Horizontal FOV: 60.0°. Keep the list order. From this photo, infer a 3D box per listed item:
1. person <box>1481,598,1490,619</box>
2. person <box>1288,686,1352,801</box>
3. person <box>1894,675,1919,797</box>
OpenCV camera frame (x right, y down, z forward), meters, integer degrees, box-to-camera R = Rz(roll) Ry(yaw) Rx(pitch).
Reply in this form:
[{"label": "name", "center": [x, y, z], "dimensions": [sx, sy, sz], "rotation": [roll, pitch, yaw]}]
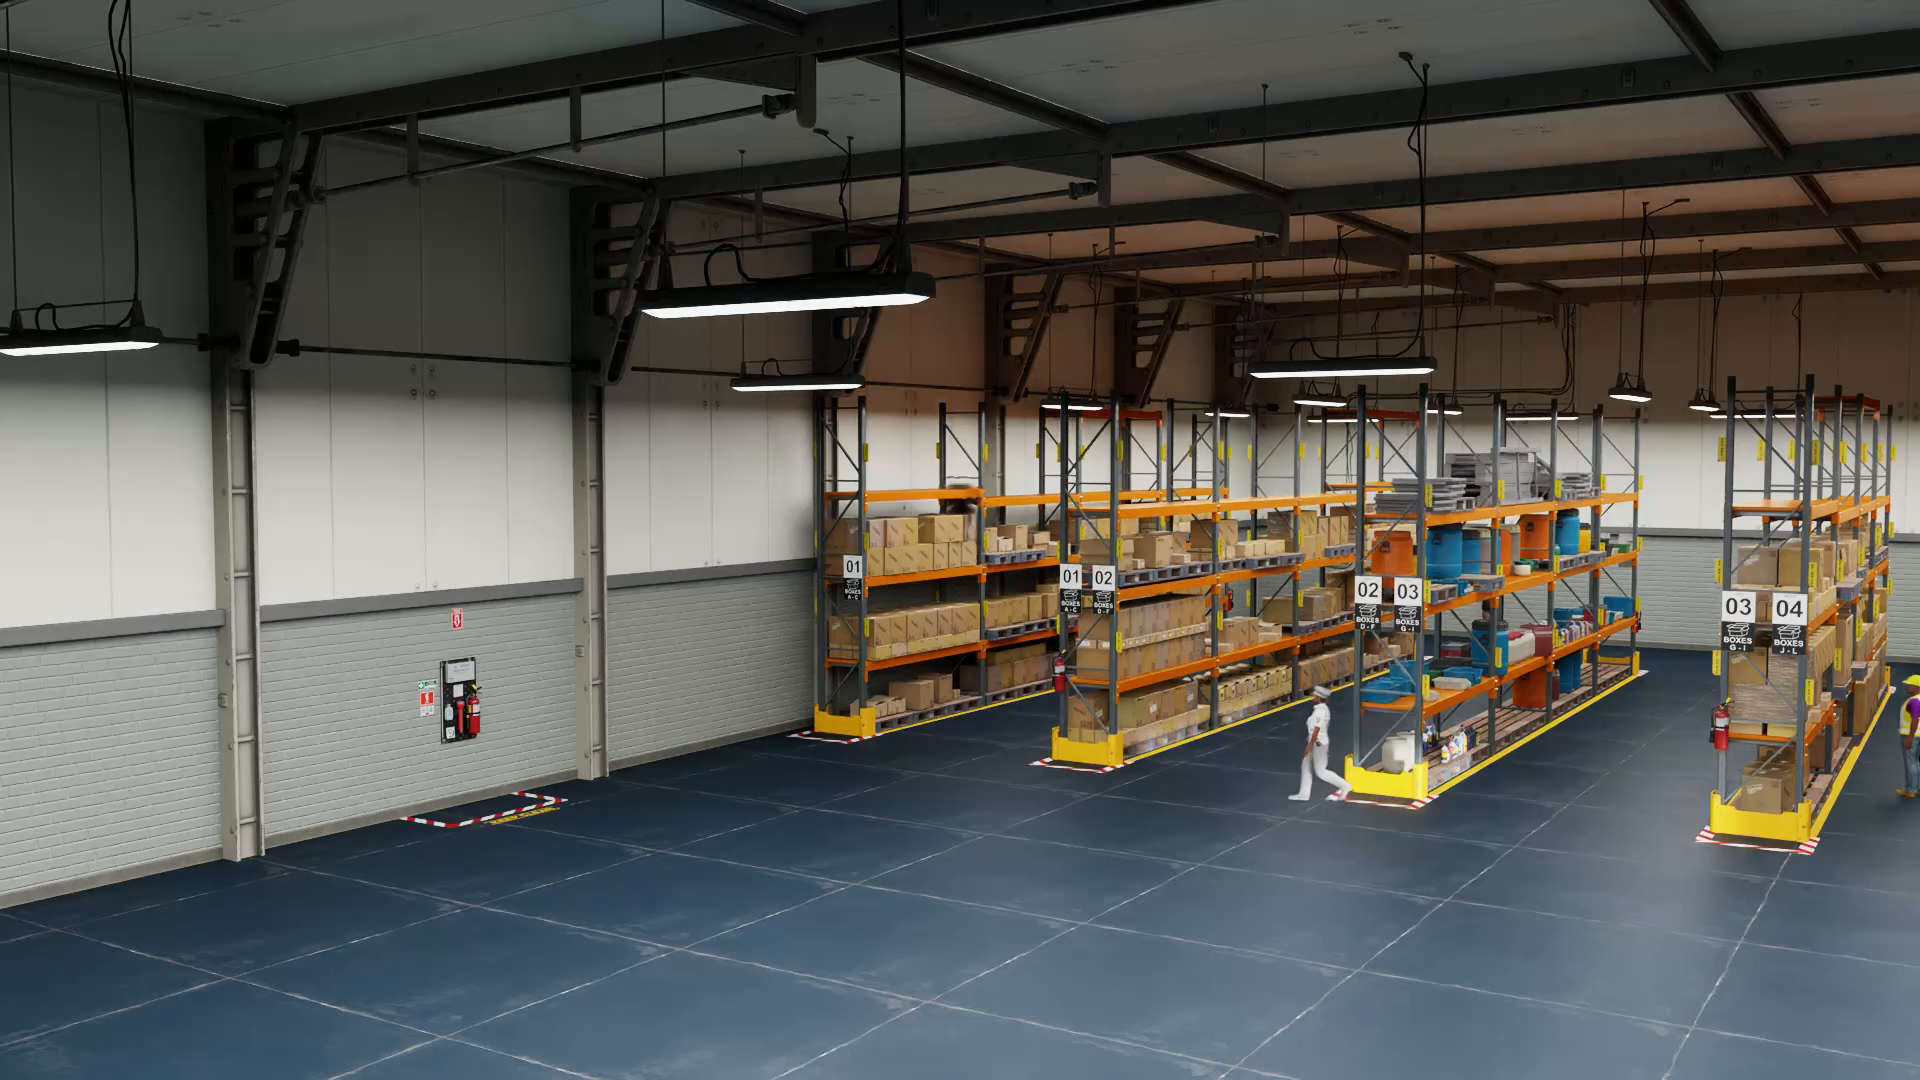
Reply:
[{"label": "person", "center": [13.830, 1.882, 43.257], "dimensions": [0.538, 1.720, 0.643], "rotation": [1, 3, 17]}, {"label": "person", "center": [5.151, 2.914, 23.755], "dimensions": [0.866, 1.667, 0.417], "rotation": [0, 3, 3]}, {"label": "person", "center": [13.901, 2.852, 24.267], "dimensions": [0.717, 1.783, 0.407], "rotation": [-3, 4, -44]}]
